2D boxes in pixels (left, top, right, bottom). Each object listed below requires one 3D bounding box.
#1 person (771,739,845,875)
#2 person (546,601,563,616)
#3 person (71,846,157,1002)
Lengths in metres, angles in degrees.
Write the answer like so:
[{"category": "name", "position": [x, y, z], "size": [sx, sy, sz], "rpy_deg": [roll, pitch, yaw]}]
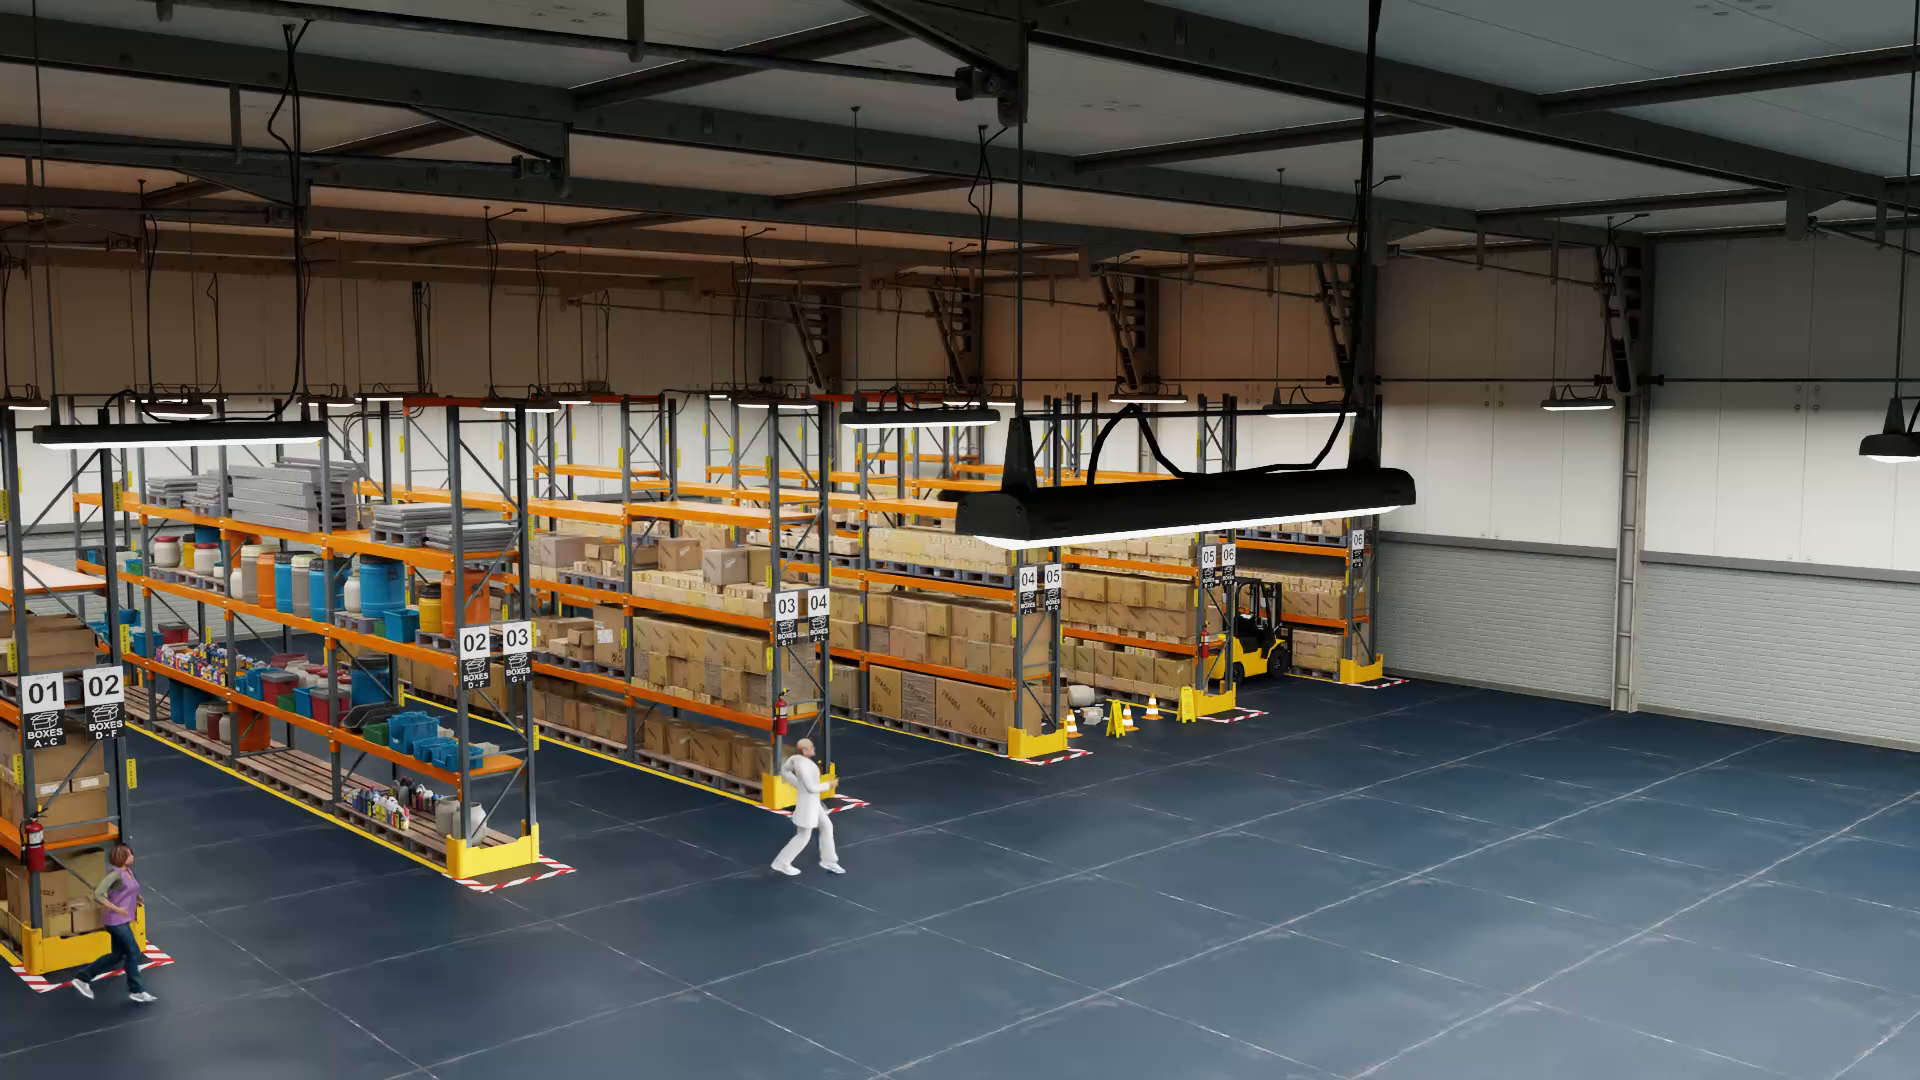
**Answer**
[{"category": "person", "position": [-1.938, 3.412, 21.171], "size": [0.963, 1.815, 0.725], "rpy_deg": [-1, 6, -10]}, {"category": "person", "position": [-10.007, 1.510, 41.175], "size": [0.581, 1.713, 0.801], "rpy_deg": [0, 6, 2]}, {"category": "person", "position": [-8.636, 3.925, 16.999], "size": [0.803, 1.600, 0.570], "rpy_deg": [-1, 6, -12]}]
